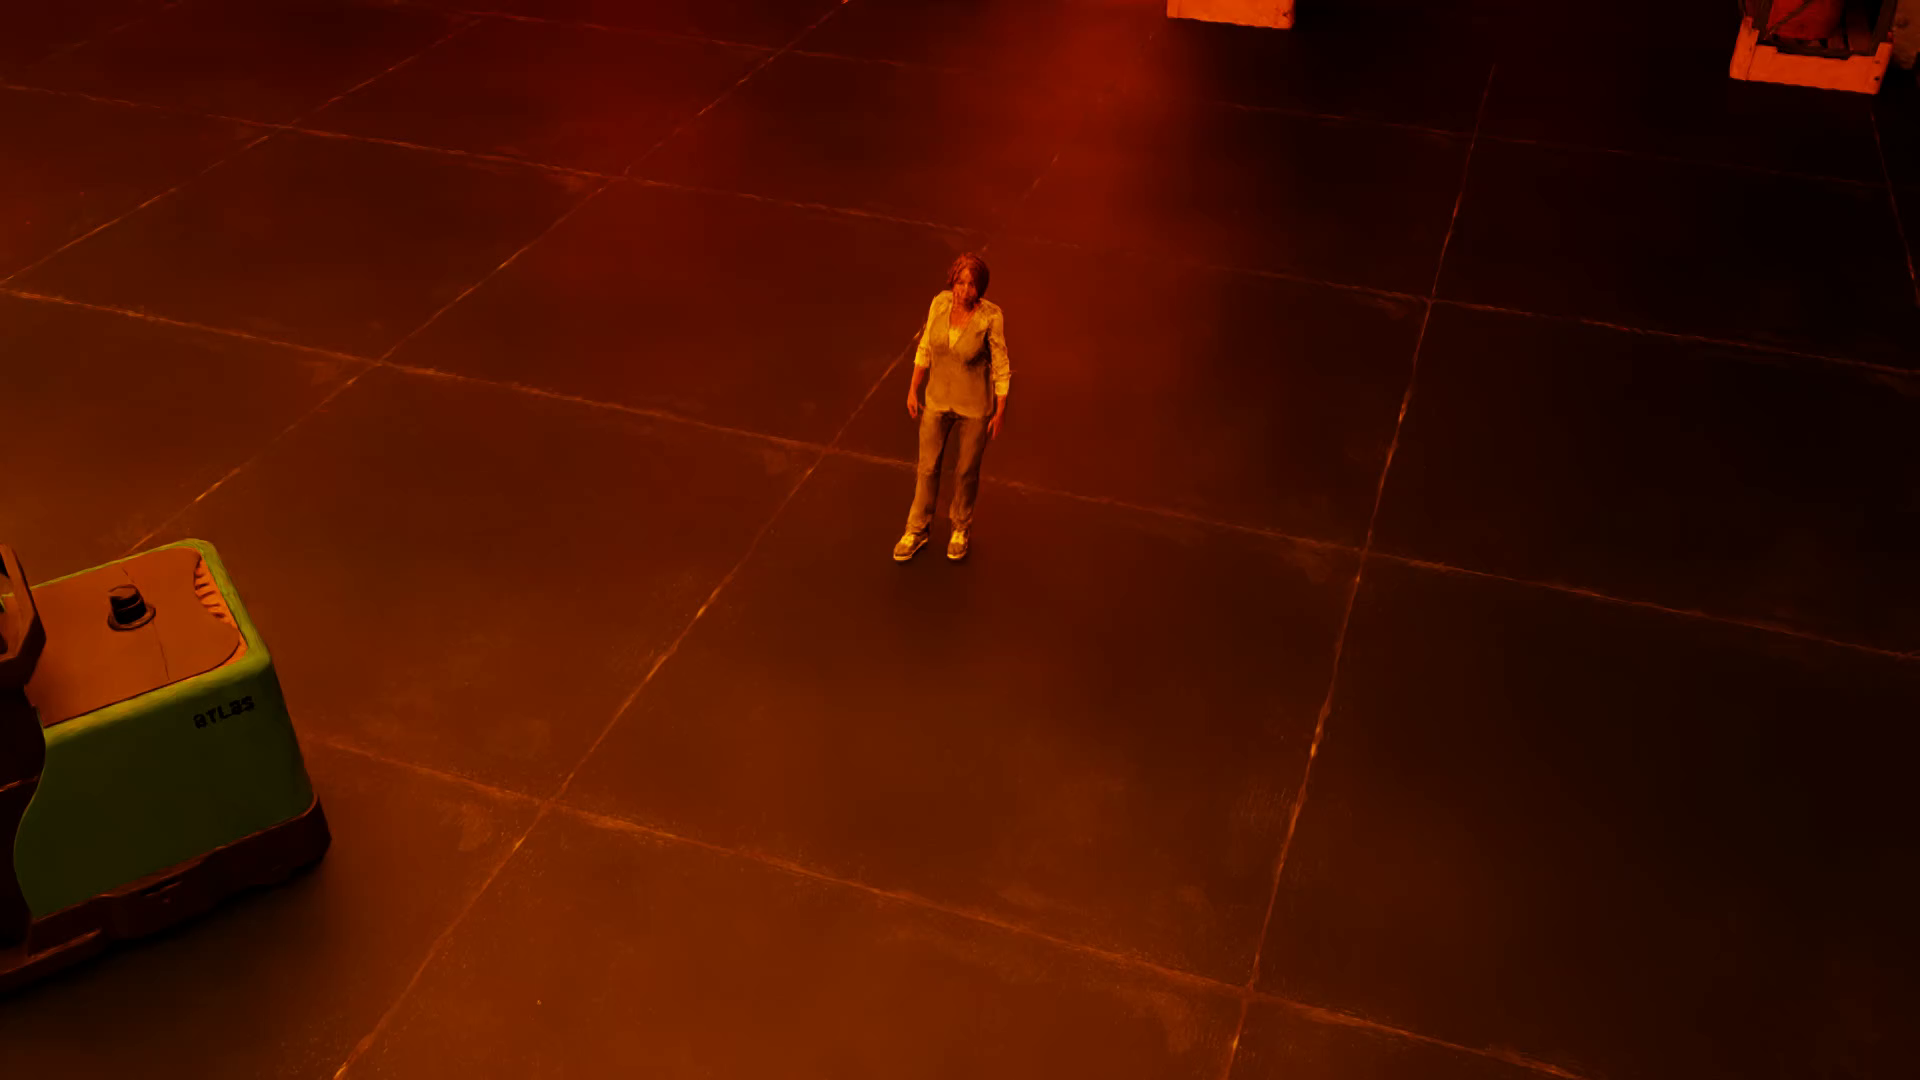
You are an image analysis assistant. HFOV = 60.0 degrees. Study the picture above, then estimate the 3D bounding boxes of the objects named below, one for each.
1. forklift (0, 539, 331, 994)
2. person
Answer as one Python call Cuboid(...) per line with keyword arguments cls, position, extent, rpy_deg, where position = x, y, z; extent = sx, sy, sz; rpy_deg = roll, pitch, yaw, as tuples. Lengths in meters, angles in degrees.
Cuboid(cls="forklift", position=(-4.076, 0.357, 5.608), extent=(3.031, 2.935, 1.130), rpy_deg=(-21, 40, -27))
Cuboid(cls="person", position=(-0.038, -0.620, 8.126), extent=(0.521, 1.597, 0.474), rpy_deg=(12, 37, 16))
